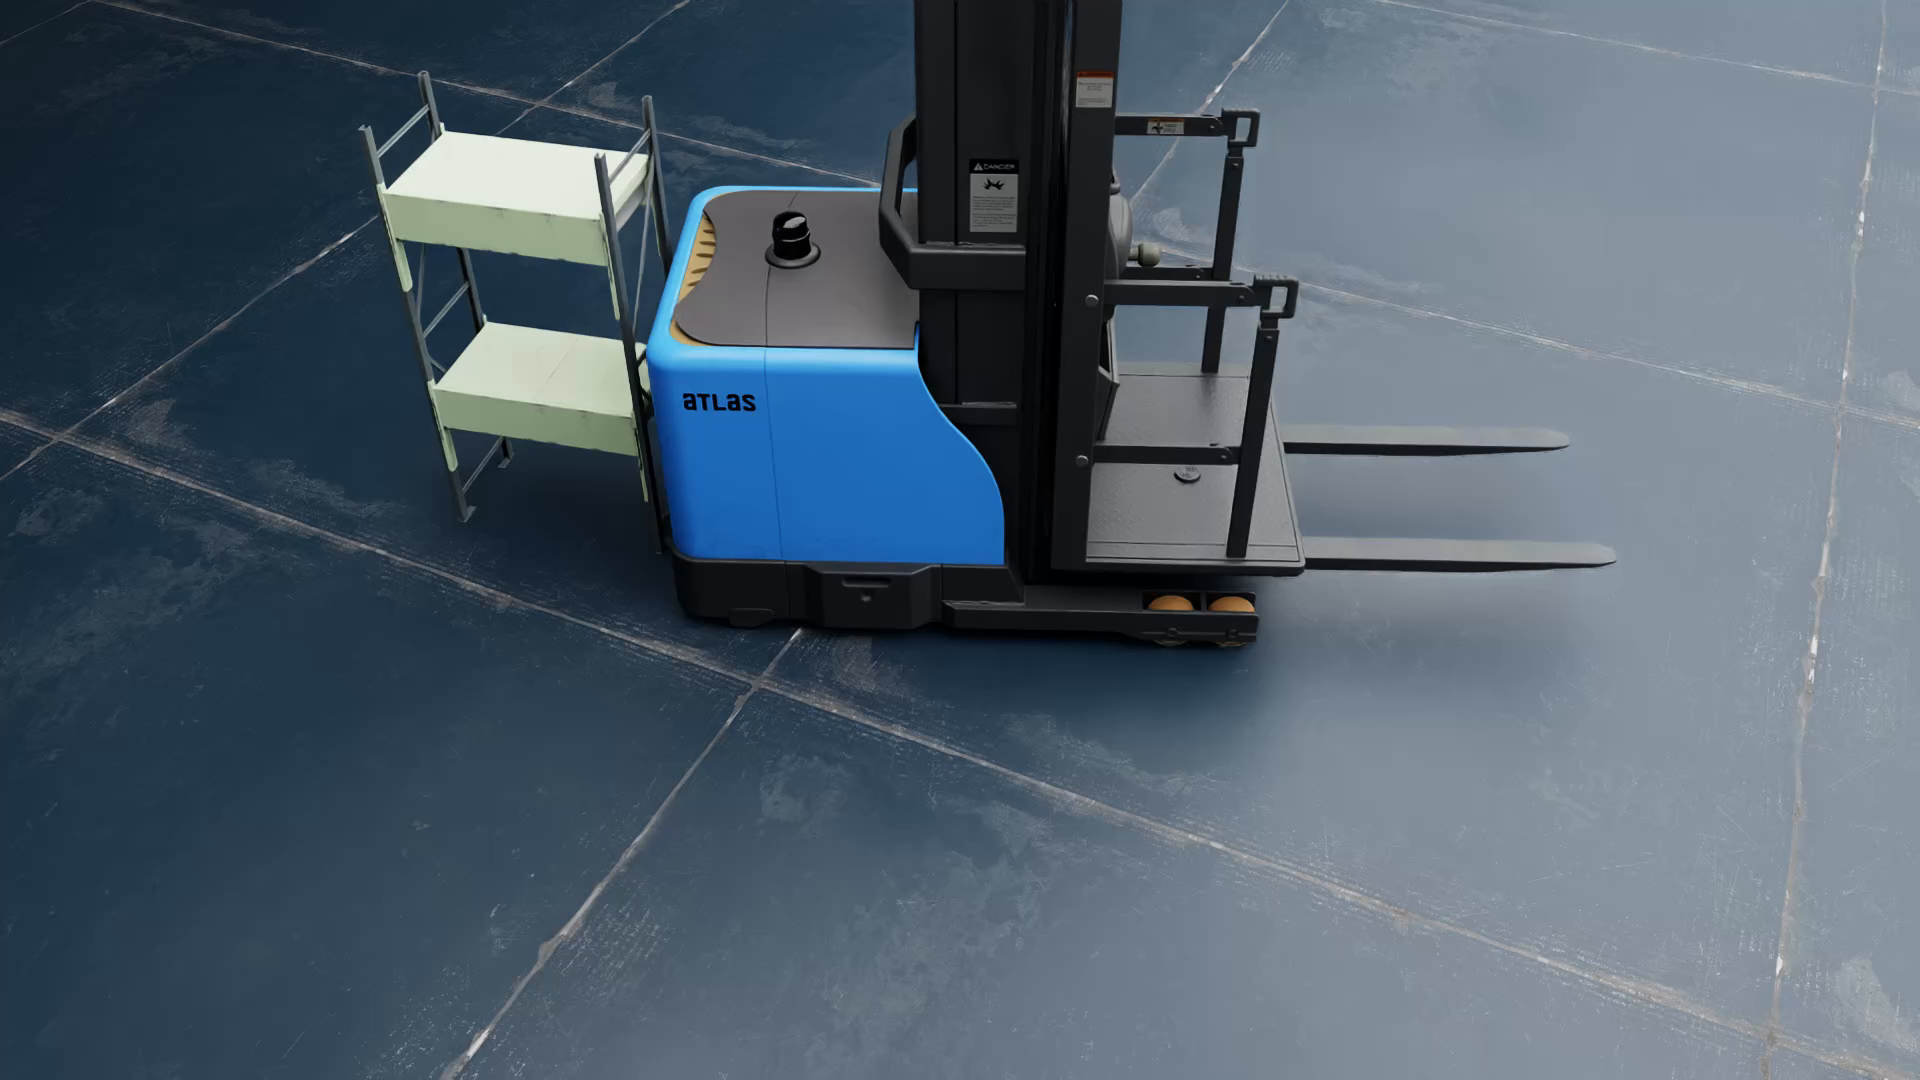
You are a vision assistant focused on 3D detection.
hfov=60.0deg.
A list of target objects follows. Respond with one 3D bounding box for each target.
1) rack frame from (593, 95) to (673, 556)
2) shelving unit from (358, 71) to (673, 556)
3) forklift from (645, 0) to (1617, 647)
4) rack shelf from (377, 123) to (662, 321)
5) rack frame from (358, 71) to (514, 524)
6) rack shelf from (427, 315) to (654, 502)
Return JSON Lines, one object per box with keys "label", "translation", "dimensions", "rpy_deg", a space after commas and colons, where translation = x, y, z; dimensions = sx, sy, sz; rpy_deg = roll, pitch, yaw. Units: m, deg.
{"label": "rack frame", "translation": [-0.983, -0.642, 5.346], "dimensions": [0.023, 1.500, 0.400], "rpy_deg": [9, 42, 10]}
{"label": "shelving unit", "translation": [-1.339, -0.697, 5.409], "dimensions": [0.755, 1.500, 0.431], "rpy_deg": [9, 42, 10]}
{"label": "forklift", "translation": [0.605, -1.120, 4.804], "dimensions": [3.031, 2.935, 1.130], "rpy_deg": [1, 41, 1]}
{"label": "rack shelf", "translation": [-1.339, -0.992, 5.153], "dimensions": [0.720, 0.370, 0.431], "rpy_deg": [9, 42, 10]}
{"label": "rack frame", "translation": [-1.695, -0.752, 5.472], "dimensions": [0.023, 1.500, 0.400], "rpy_deg": [9, 42, 10]}
{"label": "rack shelf", "translation": [-1.339, -0.451, 5.623], "dimensions": [0.720, 0.370, 0.431], "rpy_deg": [9, 42, 10]}
